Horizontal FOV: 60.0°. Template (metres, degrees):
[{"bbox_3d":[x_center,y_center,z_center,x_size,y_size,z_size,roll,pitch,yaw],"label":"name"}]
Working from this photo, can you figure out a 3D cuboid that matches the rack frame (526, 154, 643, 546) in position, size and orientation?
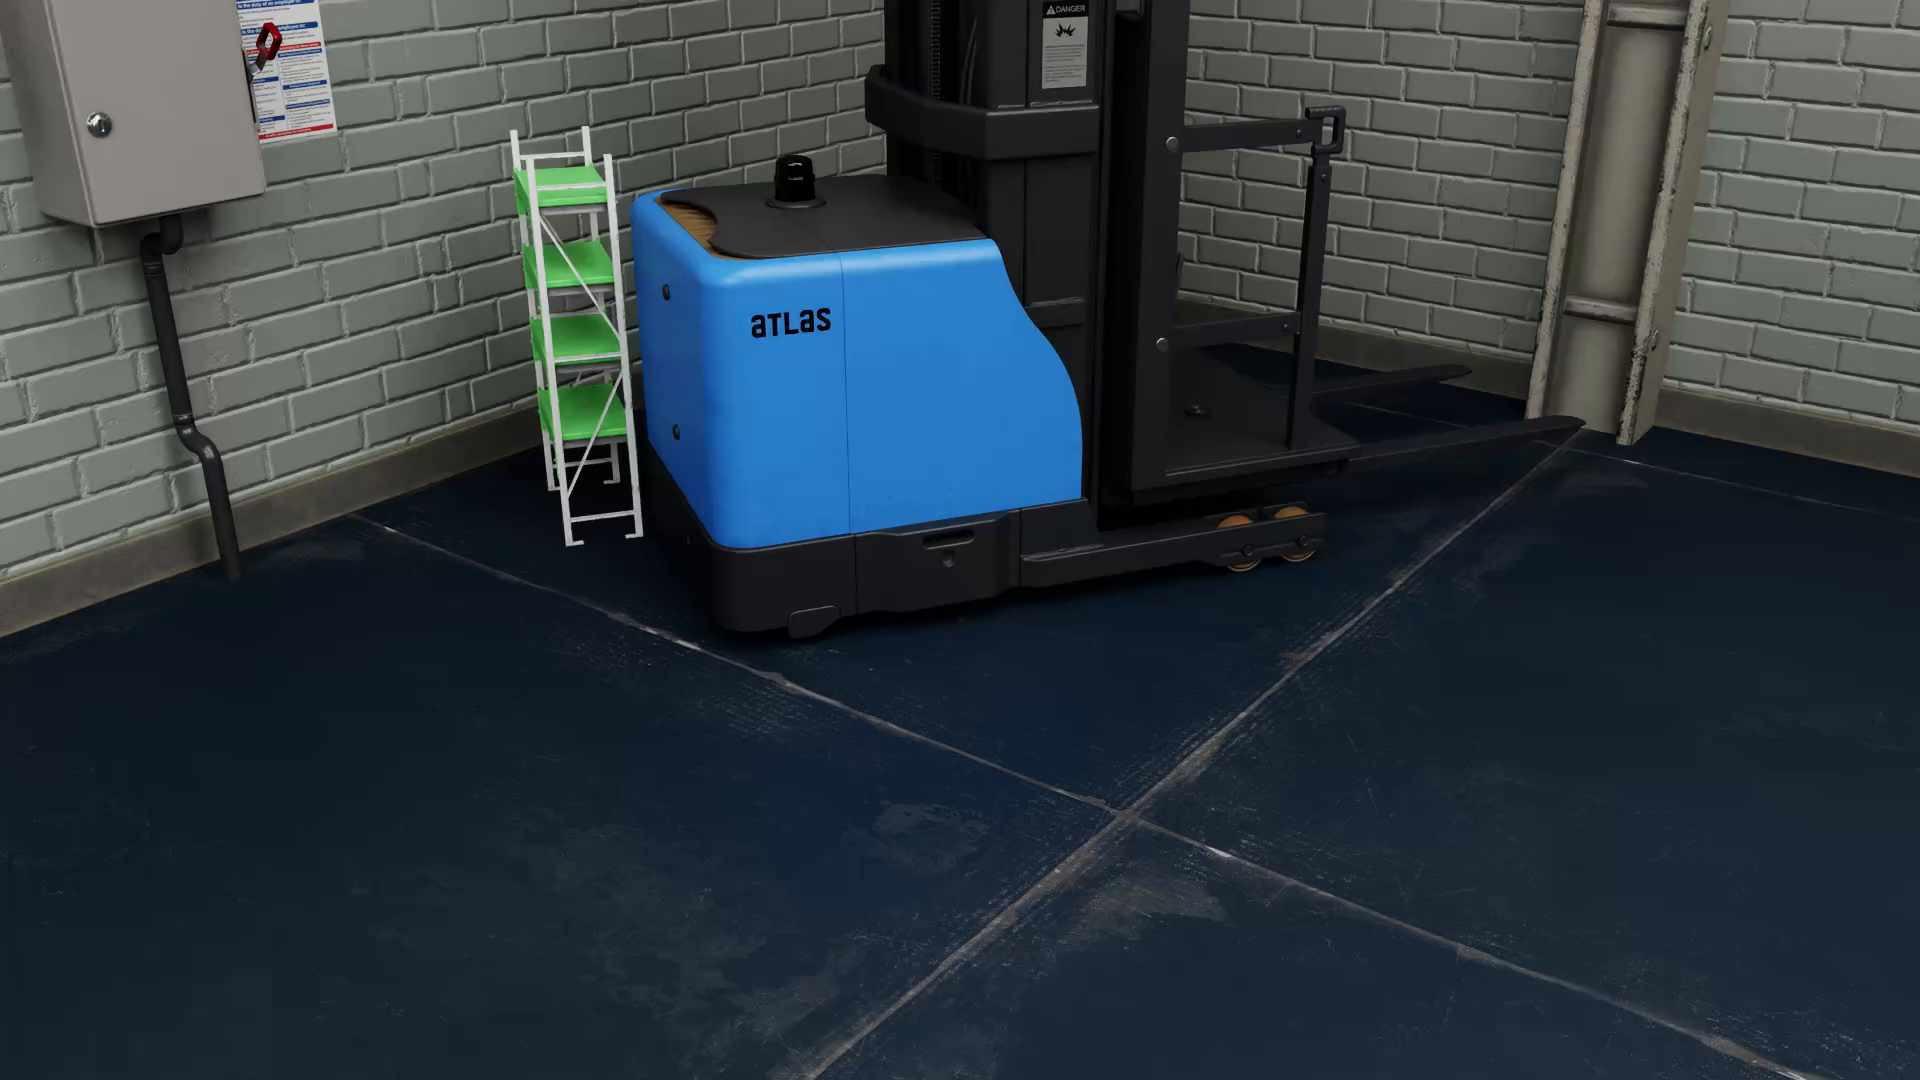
[{"bbox_3d":[-1.121,-0.548,5.005,0.240,1.200,0.015,-8,25,-17],"label":"rack frame"}]

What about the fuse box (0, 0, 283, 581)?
[{"bbox_3d":[-2.144,-0.674,4.659,0.414,1.711,0.539,17,29,33],"label":"fuse box"}]

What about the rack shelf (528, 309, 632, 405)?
[{"bbox_3d":[-1.200,-0.582,5.241,0.258,0.148,0.480,-8,25,-17],"label":"rack shelf"}]

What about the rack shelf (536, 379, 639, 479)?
[{"bbox_3d":[-1.200,-0.362,5.338,0.258,0.148,0.480,-8,25,-17],"label":"rack shelf"}]

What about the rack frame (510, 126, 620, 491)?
[{"bbox_3d":[-1.280,-0.734,5.427,0.240,1.200,0.015,-8,25,-17],"label":"rack frame"}]

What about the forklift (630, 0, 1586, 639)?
[{"bbox_3d":[0.579,-1.433,4.868,3.031,2.935,1.130,-9,25,-20],"label":"forklift"}]

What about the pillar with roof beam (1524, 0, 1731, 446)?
[{"bbox_3d":[-0.219,-3.167,1.278,0.400,9.000,9.100,17,29,33],"label":"pillar with roof beam"}]

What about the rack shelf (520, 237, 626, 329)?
[{"bbox_3d":[-1.200,-0.802,5.145,0.258,0.148,0.480,-8,25,-17],"label":"rack shelf"}]

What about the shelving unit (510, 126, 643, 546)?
[{"bbox_3d":[-1.200,-0.641,5.216,0.258,1.200,0.503,-8,25,-17],"label":"shelving unit"}]

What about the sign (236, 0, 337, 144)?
[{"bbox_3d":[-2.013,-1.430,4.893,0.001,0.494,0.329,17,29,33],"label":"sign"}]

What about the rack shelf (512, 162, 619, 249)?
[{"bbox_3d":[-1.200,-1.021,5.048,0.258,0.148,0.480,-8,25,-17],"label":"rack shelf"}]
